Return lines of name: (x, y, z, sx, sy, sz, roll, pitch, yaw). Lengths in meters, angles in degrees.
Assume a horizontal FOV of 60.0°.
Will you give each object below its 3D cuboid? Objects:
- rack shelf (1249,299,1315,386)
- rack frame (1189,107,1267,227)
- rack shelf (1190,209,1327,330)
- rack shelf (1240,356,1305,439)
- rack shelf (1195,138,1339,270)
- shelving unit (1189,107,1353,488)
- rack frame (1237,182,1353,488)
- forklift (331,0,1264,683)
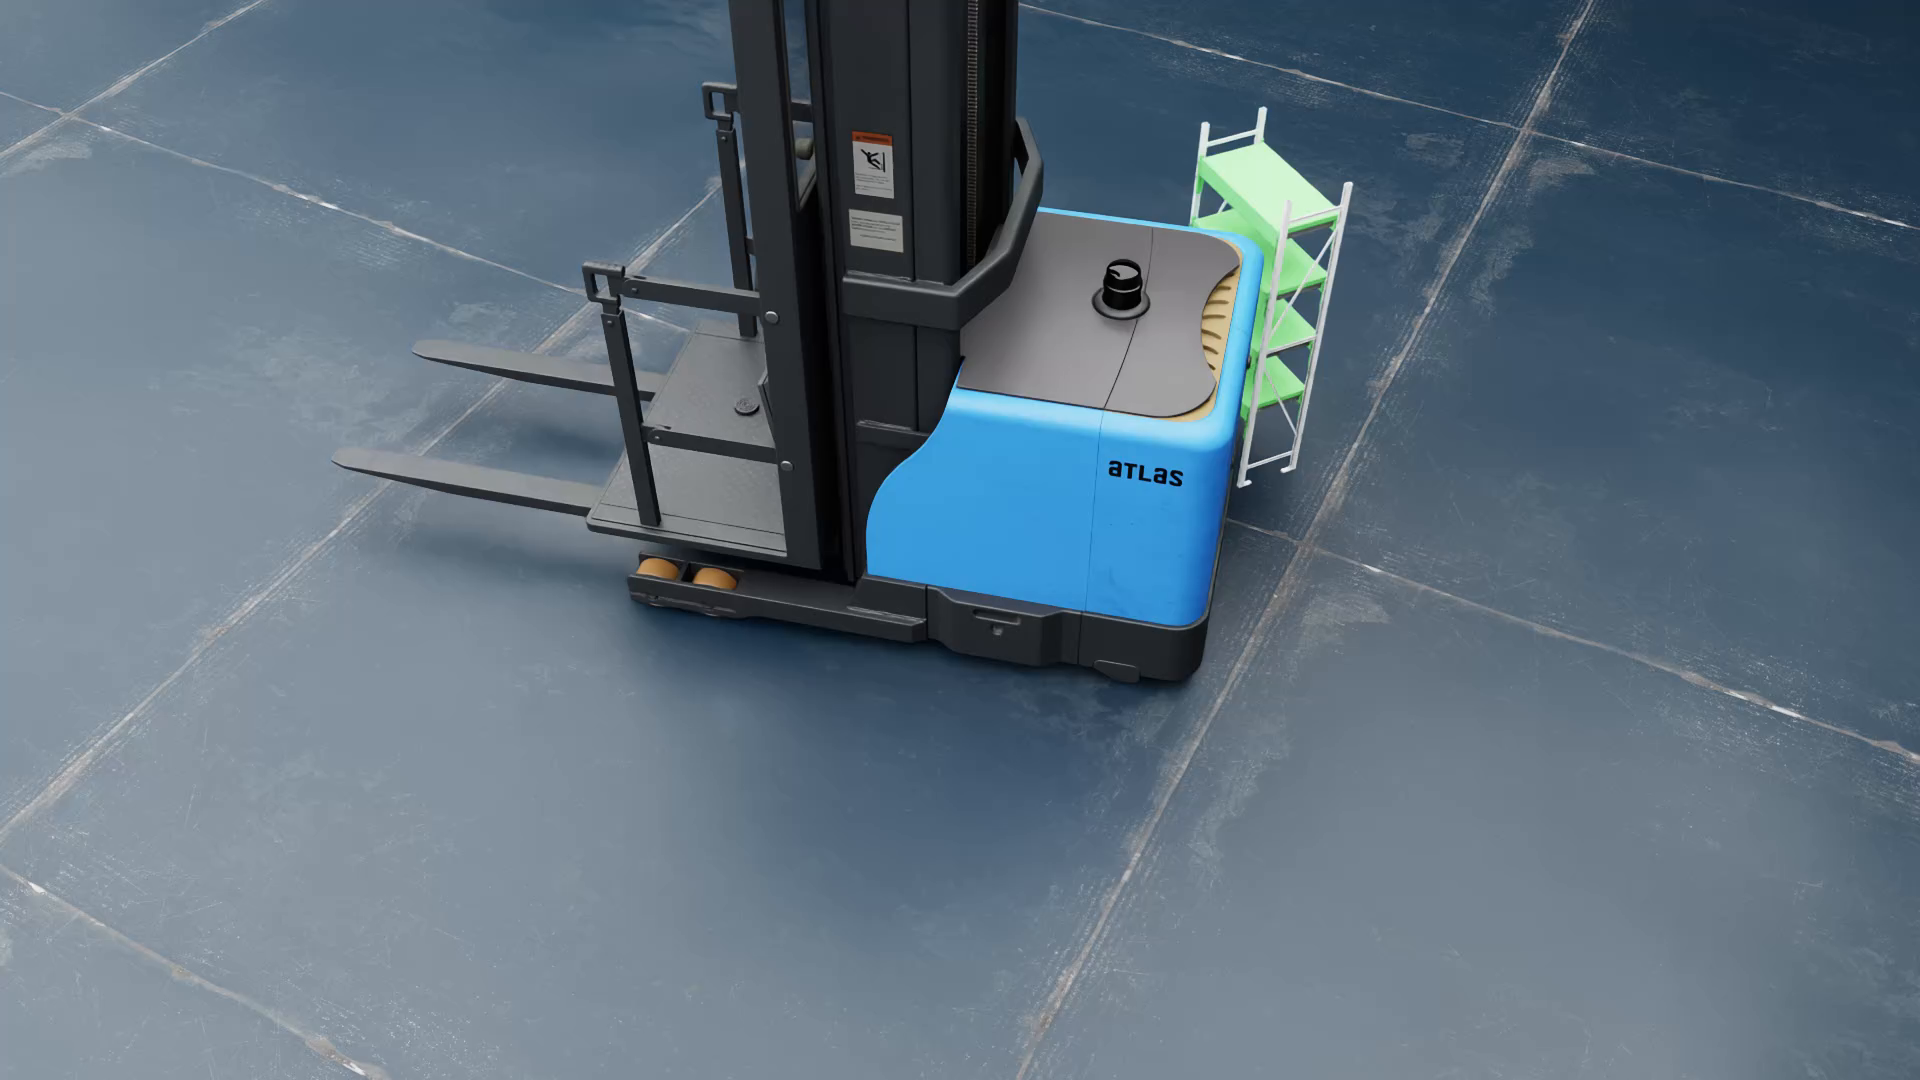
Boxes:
rack shelf: (0.998, -0.761, 5.747, 0.258, 0.148, 0.480, -18, 48, -18)
rack frame: (0.894, -0.963, 5.857, 0.240, 1.200, 0.015, -18, 48, -18)
rack shelf: (0.999, -0.930, 5.577, 0.258, 0.148, 0.480, -18, 48, -18)
rack shelf: (0.997, -0.592, 5.917, 0.258, 0.148, 0.480, -18, 48, -18)
rack shelf: (1.001, -1.099, 5.406, 0.258, 0.148, 0.480, -18, 48, -18)
shelving unit: (0.999, -0.806, 5.702, 0.258, 1.200, 0.503, -18, 48, -18)
rack frame: (1.103, -0.649, 5.547, 0.240, 1.200, 0.015, -18, 48, -18)
forklift: (-0.613, -1.133, 4.809, 3.031, 2.935, 1.130, 9, 46, 9)
